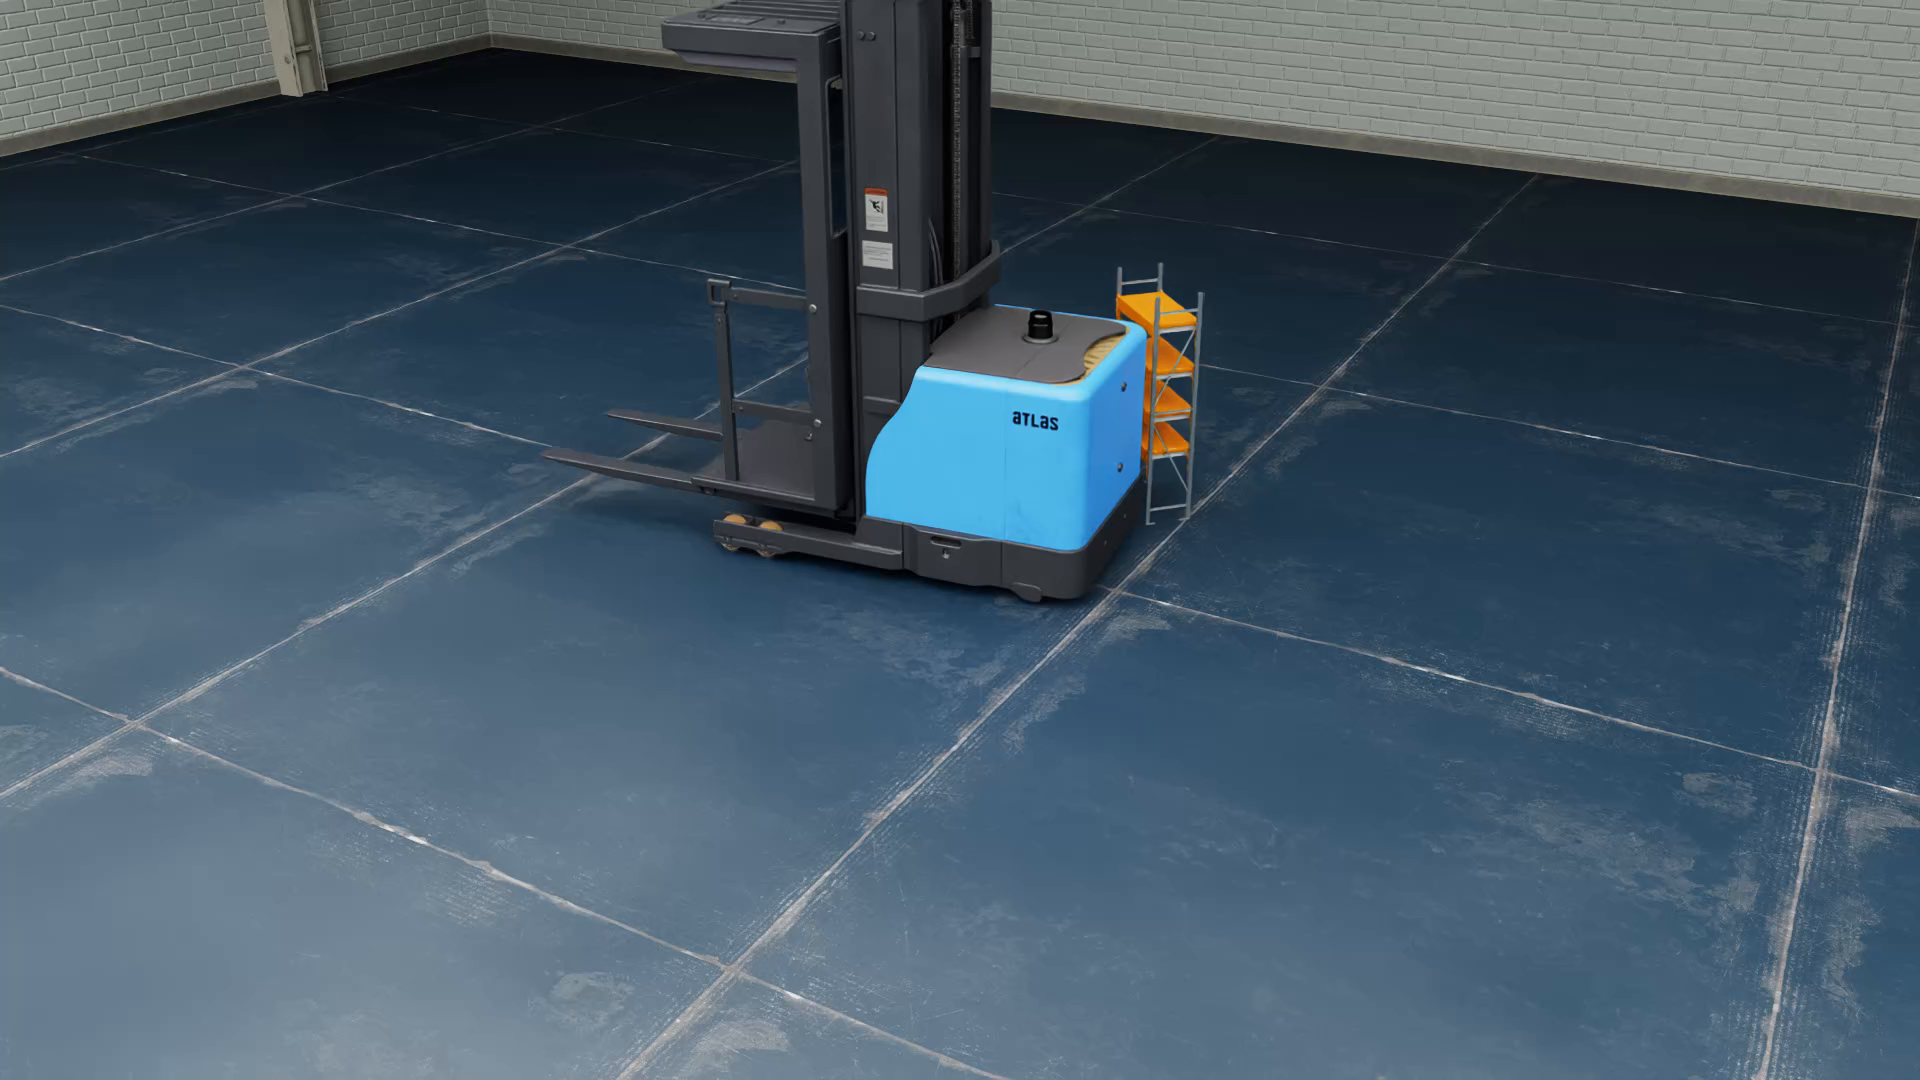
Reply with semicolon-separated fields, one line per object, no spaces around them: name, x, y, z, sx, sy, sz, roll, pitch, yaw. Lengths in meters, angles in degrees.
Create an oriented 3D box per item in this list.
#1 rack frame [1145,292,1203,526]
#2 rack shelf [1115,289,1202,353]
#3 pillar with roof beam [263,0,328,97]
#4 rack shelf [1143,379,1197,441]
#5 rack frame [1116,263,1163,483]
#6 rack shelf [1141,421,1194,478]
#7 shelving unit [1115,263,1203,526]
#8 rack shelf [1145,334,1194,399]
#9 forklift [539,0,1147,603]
rack frame;1.045;-0.626;8.158;0.240;1.200;0.015;-8;28;-15
rack shelf;0.973;-1.082;8.191;0.258;0.148;0.480;-8;28;-15
pillar with roof beam;-3.299;-7.890;13.958;9.100;9.000;0.400;14;30;26
rack shelf;0.976;-0.671;8.398;0.258;0.148;0.480;-8;28;-15
rack frame;0.905;-0.836;8.576;0.240;1.200;0.015;-8;28;-15
rack shelf;0.977;-0.493;8.487;0.258;0.148;0.480;-8;28;-15
shelving unit;0.975;-0.731;8.367;0.258;1.200;0.503;-8;28;-15
rack shelf;0.974;-0.871;8.297;0.258;0.148;0.480;-8;28;-15
forklift;-0.663;-1.437;7.847;3.031;2.935;1.130;10;28;20
